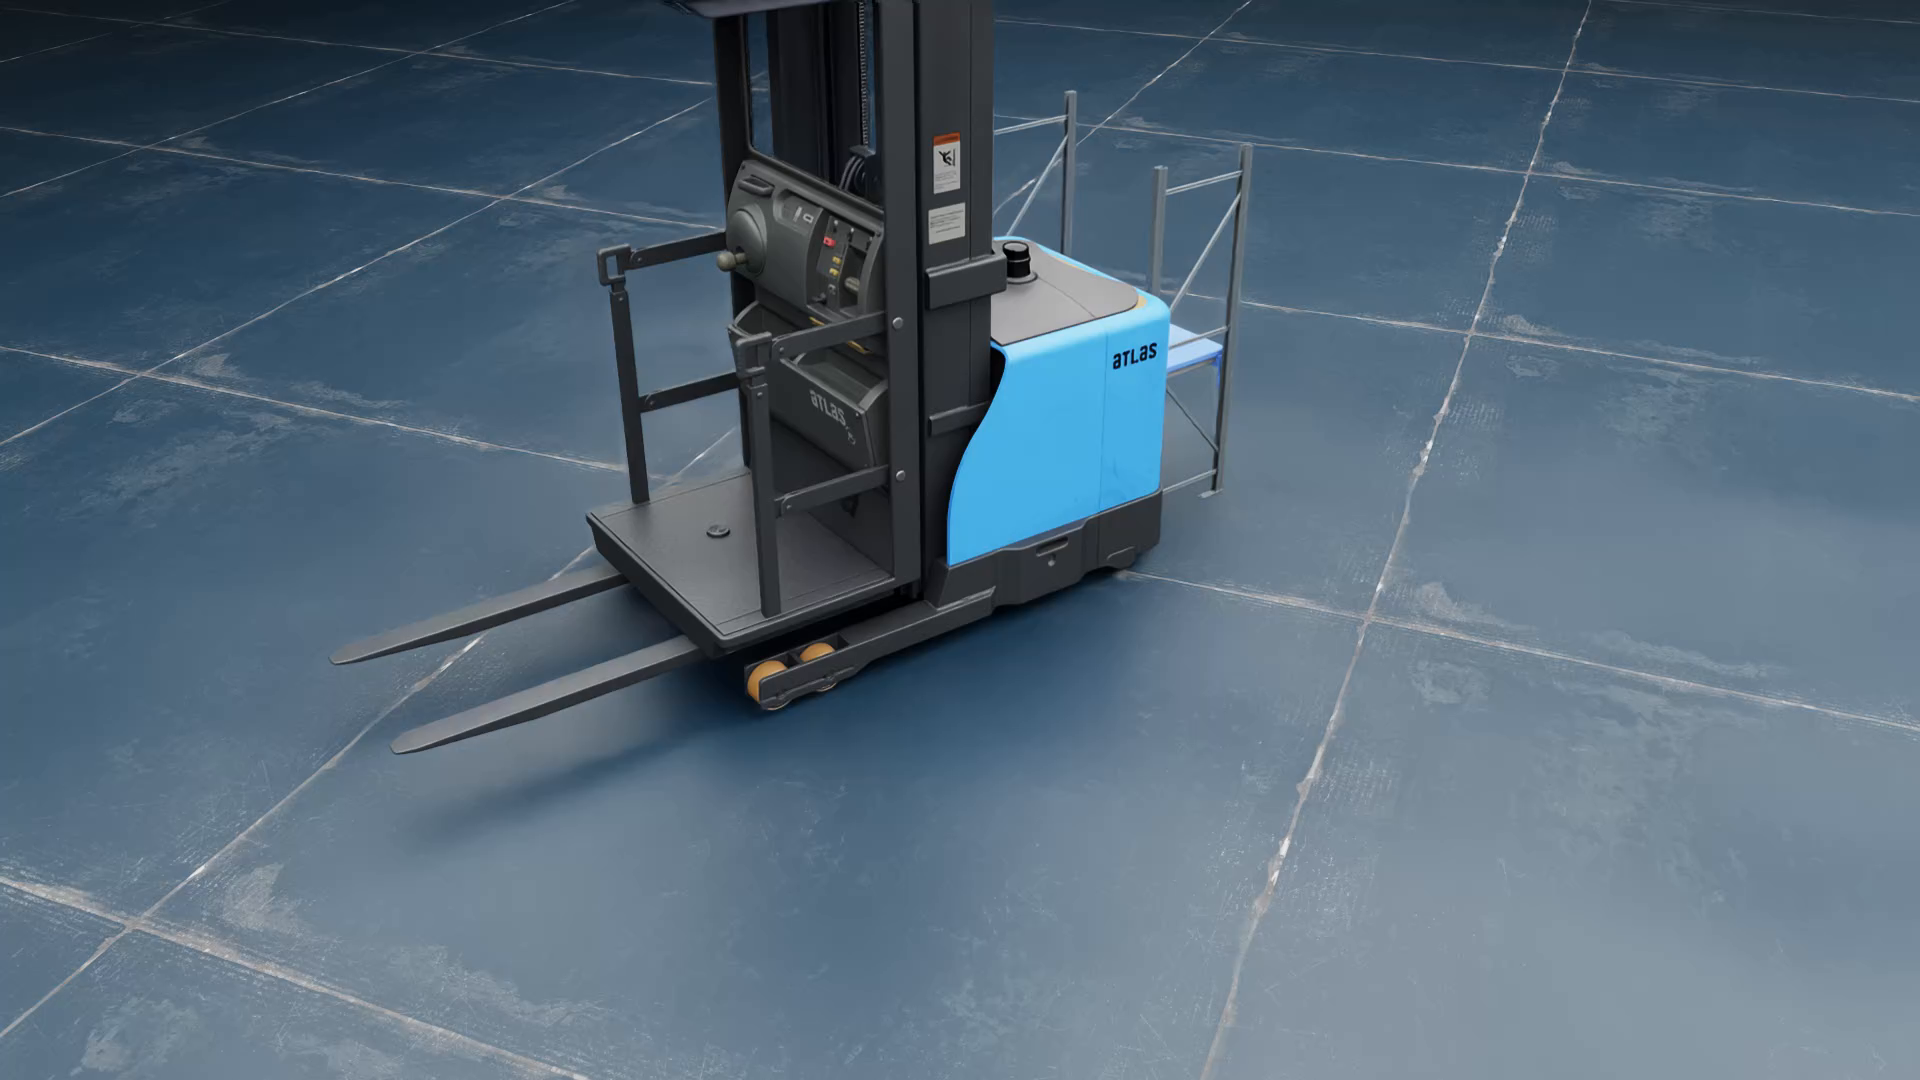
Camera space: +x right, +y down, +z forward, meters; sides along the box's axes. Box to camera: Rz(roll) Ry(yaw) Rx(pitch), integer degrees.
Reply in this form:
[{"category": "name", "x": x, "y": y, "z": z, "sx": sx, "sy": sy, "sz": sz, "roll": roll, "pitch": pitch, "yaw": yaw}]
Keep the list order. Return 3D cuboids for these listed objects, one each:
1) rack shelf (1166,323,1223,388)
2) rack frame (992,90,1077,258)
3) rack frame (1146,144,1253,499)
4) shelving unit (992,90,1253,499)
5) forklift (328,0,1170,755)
[{"category": "rack shelf", "x": 0.605, "y": -0.831, "z": 7.061, "sx": 0.538, "sy": 0.185, "sz": 1.000, "roll": -21, "pitch": 36, "yaw": -33}, {"category": "rack frame", "x": 0.291, "y": -1.184, "z": 7.321, "sx": 0.500, "sy": 1.500, "sz": 0.032, "roll": -21, "pitch": 36, "yaw": -33}, {"category": "rack frame", "x": 0.919, "y": -0.791, "z": 6.624, "sx": 0.500, "sy": 1.500, "sz": 0.032, "roll": -21, "pitch": 36, "yaw": -33}, {"category": "shelving unit", "x": 0.605, "y": -0.988, "z": 6.973, "sx": 0.538, "sy": 1.500, "sz": 1.048, "roll": -21, "pitch": 36, "yaw": -33}, {"category": "forklift", "x": -0.703, "y": -0.987, "z": 5.518, "sx": 3.031, "sy": 2.935, "sz": 1.130, "roll": -19, "pitch": 35, "yaw": -30}]
